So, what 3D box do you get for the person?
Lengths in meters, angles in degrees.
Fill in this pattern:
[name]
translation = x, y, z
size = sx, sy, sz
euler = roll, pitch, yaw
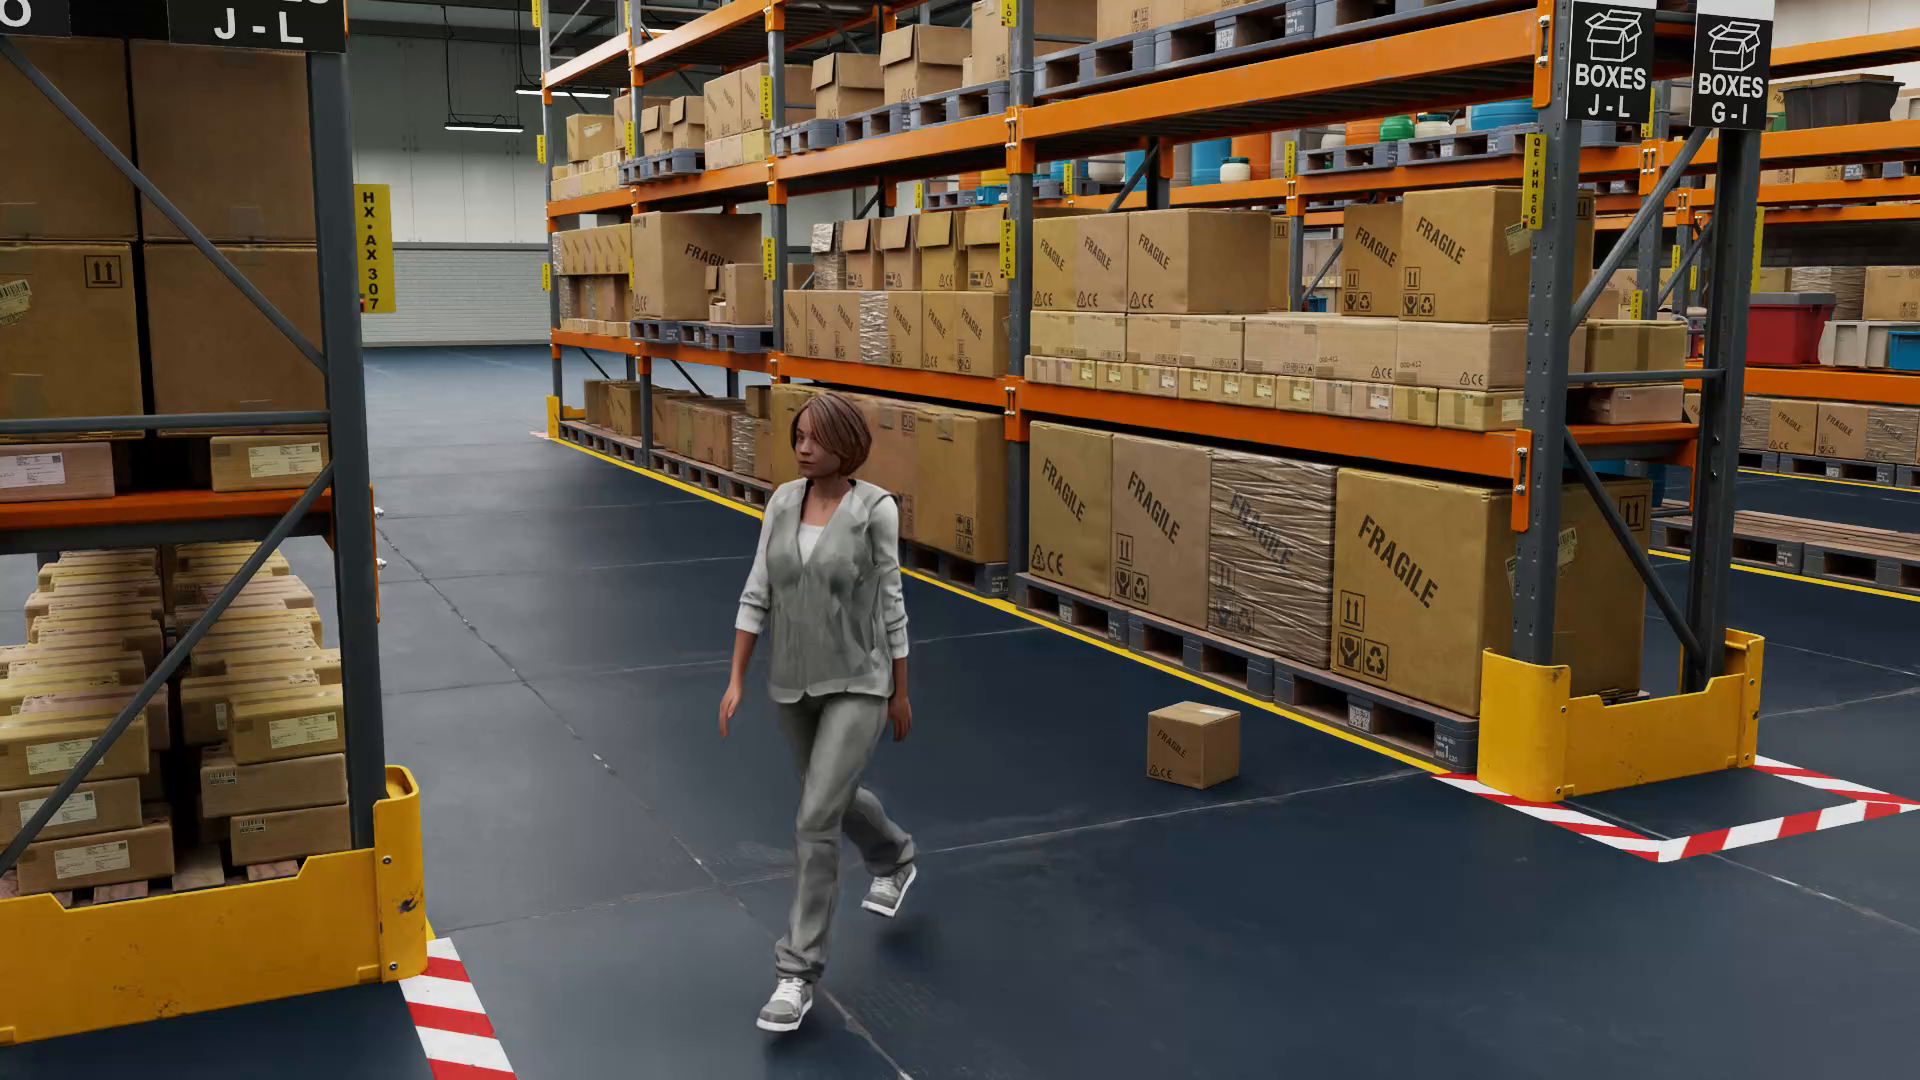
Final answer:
[person]
translation = -0.364, 0.381, 4.372
size = 0.427, 1.543, 0.952
euler = 4, 10, 27
